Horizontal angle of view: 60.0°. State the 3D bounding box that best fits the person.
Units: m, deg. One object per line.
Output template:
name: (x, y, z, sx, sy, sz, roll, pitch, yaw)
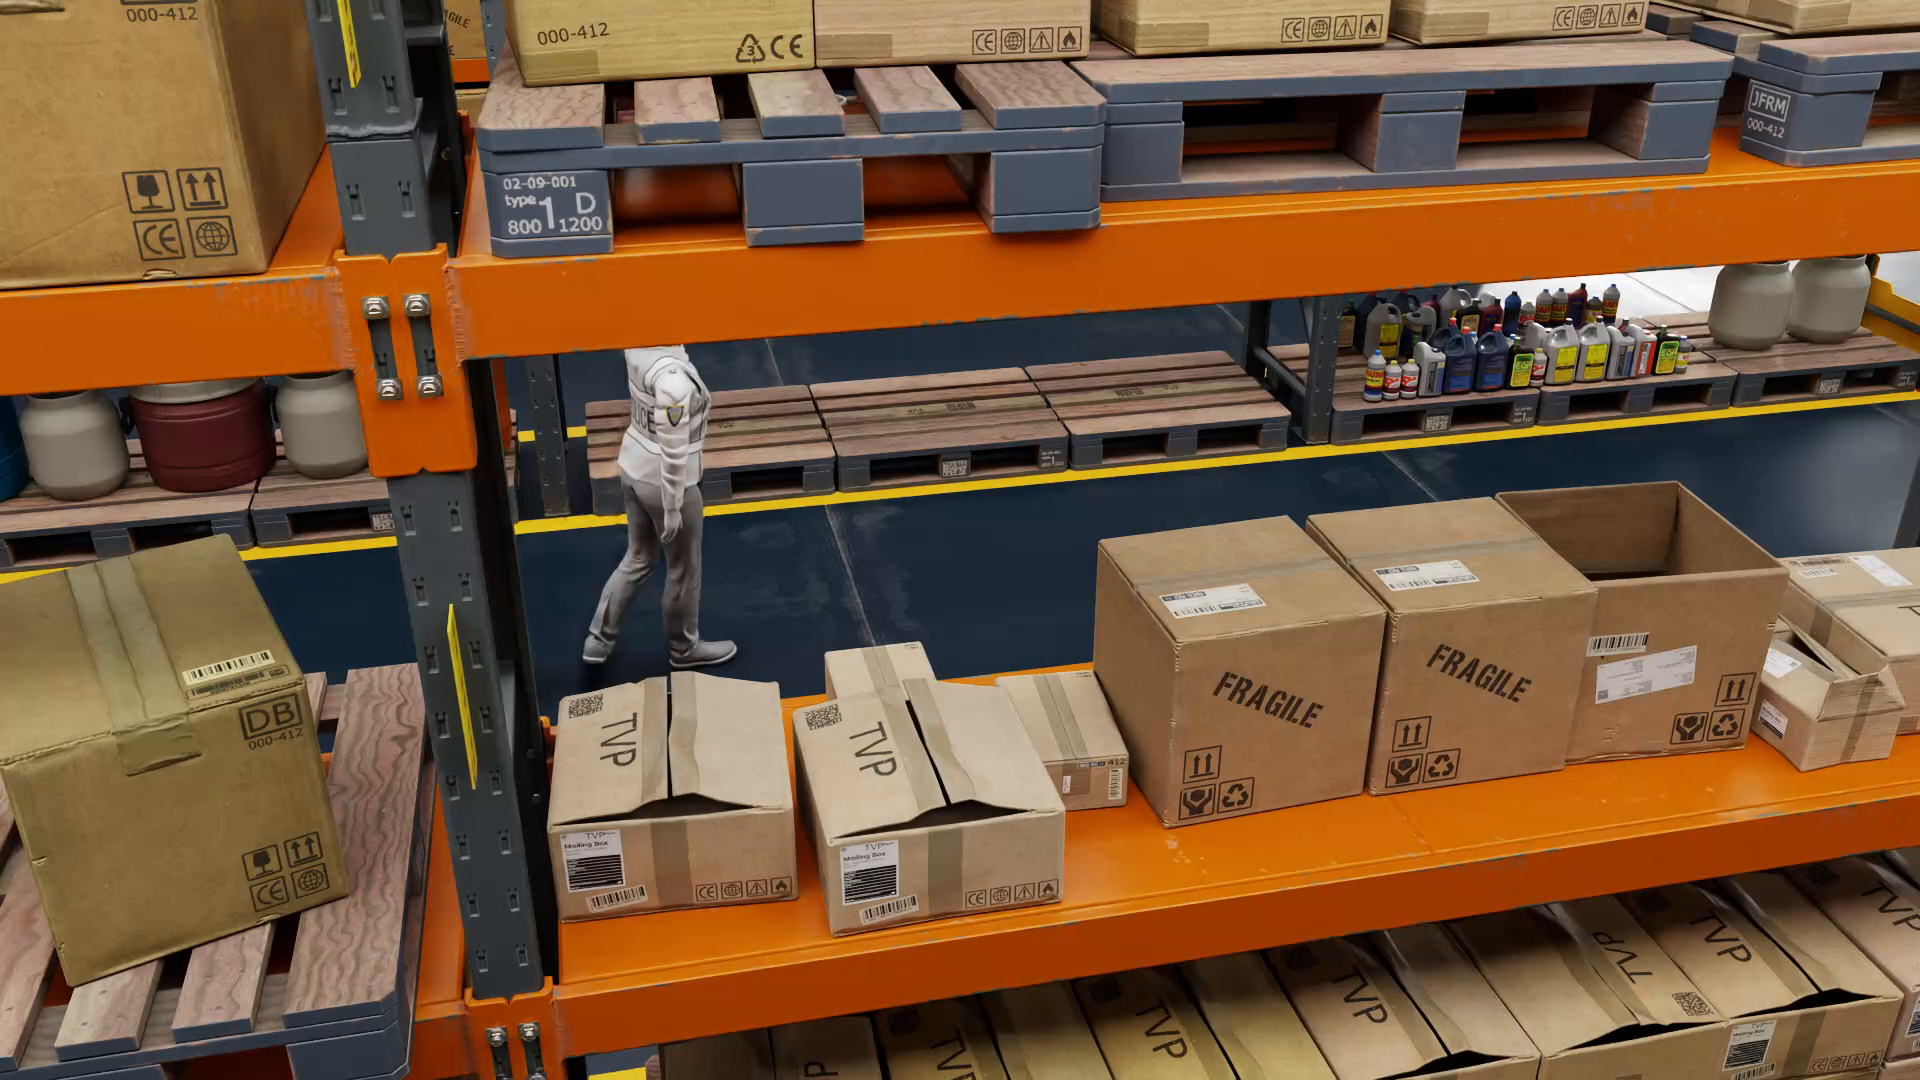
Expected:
person: (-1.229, -0.211, 6.513, 0.628, 1.666, 0.502, -17, 31, -30)
